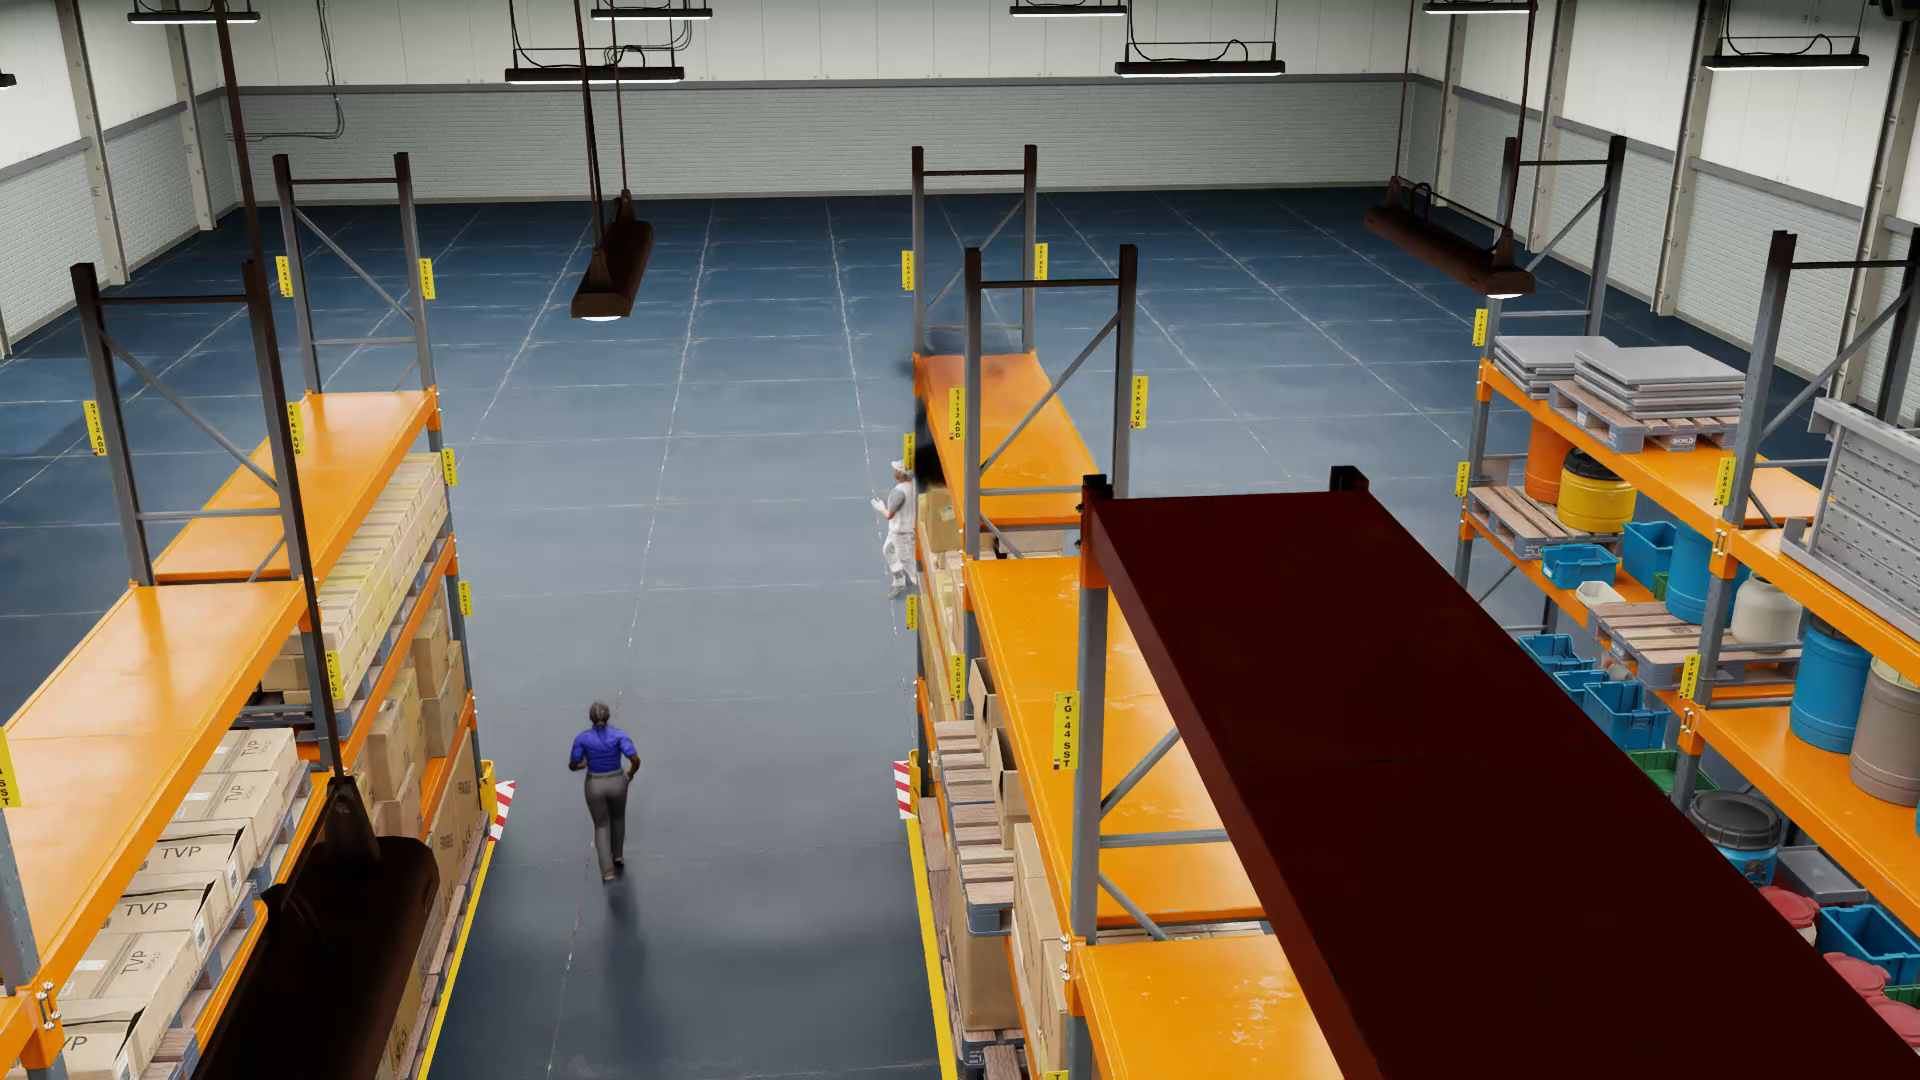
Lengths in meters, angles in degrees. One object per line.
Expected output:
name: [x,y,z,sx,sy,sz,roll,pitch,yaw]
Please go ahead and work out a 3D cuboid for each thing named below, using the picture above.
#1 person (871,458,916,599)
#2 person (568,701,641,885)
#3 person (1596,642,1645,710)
person: [-0.664,-0.093,19.453,0.761,1.839,0.641,7,23,18]
person: [-2.980,2.172,14.052,0.588,1.581,0.842,-5,22,-14]
person: [6.372,1.269,16.162,0.641,1.654,0.943,-9,23,-22]
